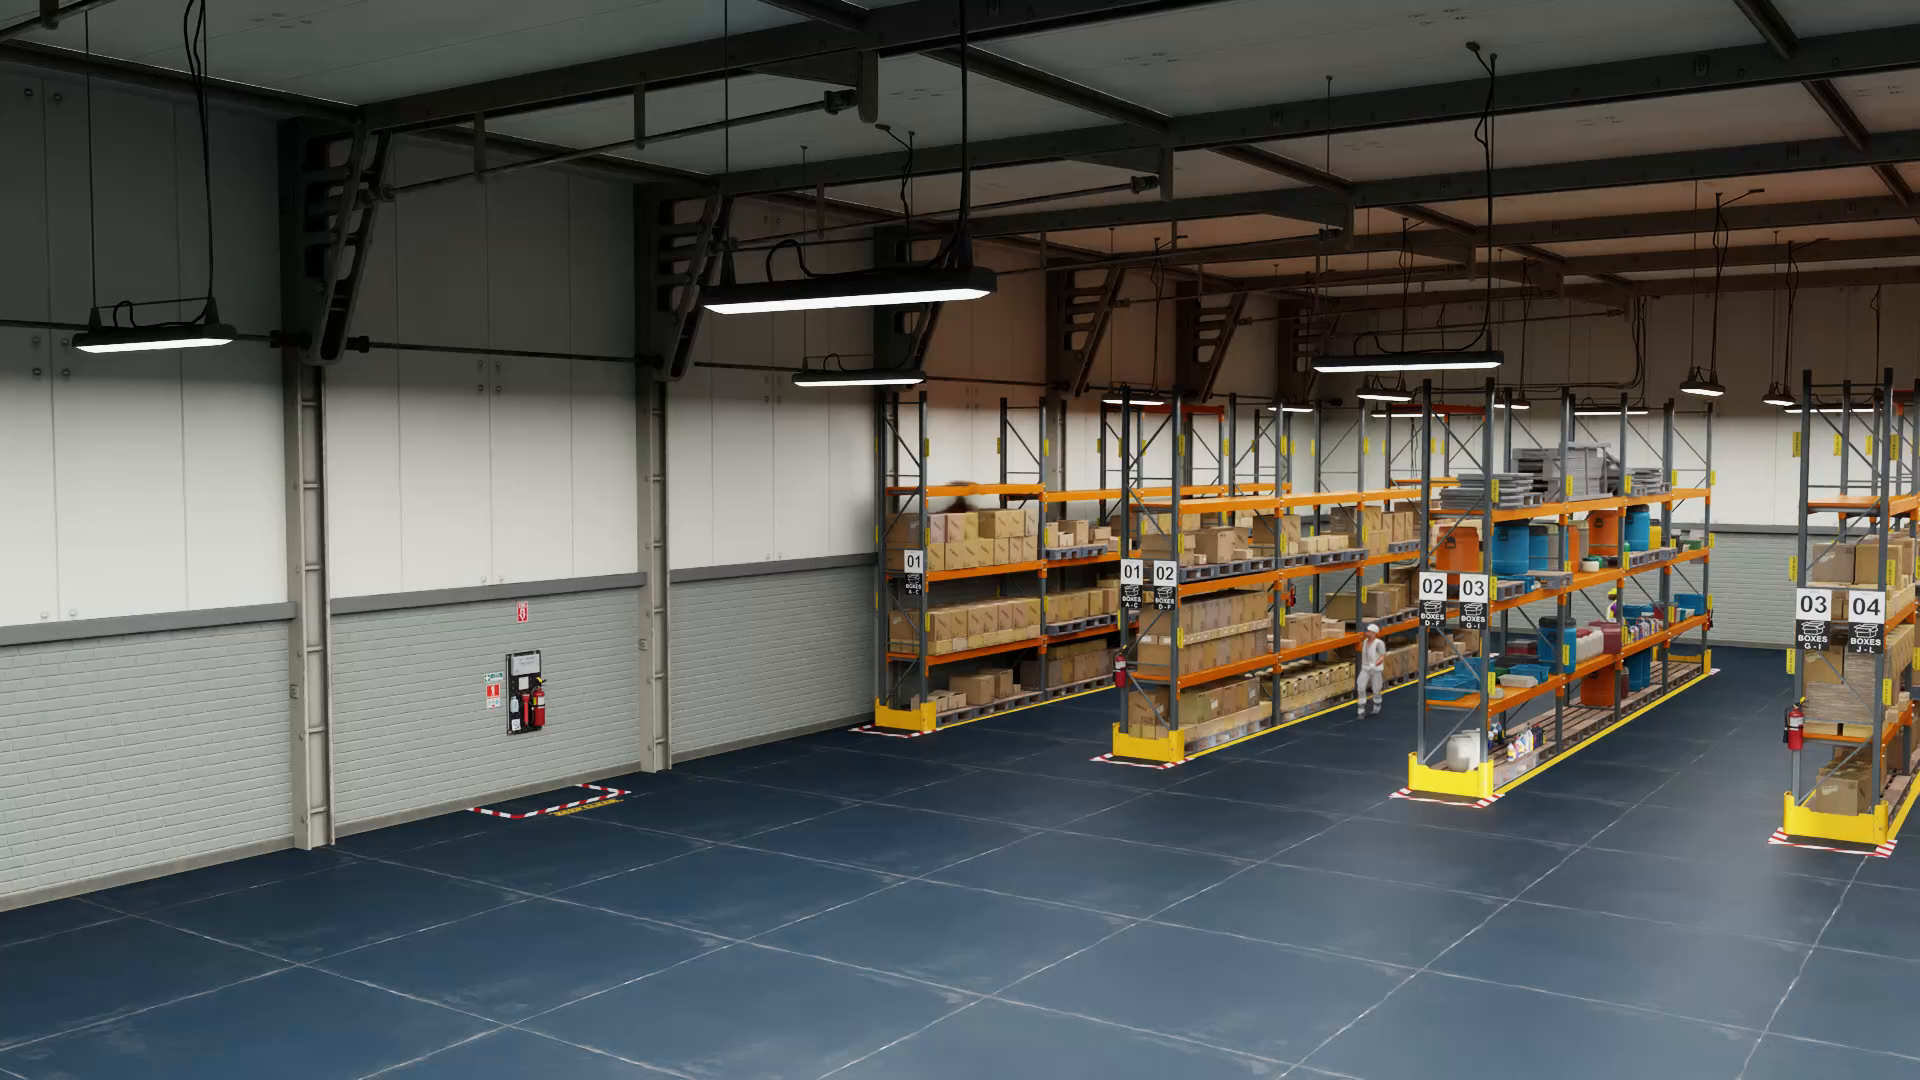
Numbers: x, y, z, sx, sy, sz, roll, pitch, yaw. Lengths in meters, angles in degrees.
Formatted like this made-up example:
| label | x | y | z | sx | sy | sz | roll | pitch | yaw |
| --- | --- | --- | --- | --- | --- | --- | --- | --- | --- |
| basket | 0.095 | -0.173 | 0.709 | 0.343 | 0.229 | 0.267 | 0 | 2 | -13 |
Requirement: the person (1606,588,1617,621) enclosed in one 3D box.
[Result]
| label | x | y | z | sx | sy | sz | roll | pitch | yaw |
| --- | --- | --- | --- | --- | --- | --- | --- | --- | --- |
| person | 15.016 | 1.987 | 38.241 | 0.378 | 1.766 | 0.658 | 1 | 3 | 21 |

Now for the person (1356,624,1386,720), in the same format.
| label | x | y | z | sx | sy | sz | roll | pitch | yaw |
| --- | --- | --- | --- | --- | --- | --- | --- | --- | --- |
| person | 7.638 | 2.455 | 30.801 | 0.538 | 1.812 | 0.884 | 2 | 4 | 33 |
